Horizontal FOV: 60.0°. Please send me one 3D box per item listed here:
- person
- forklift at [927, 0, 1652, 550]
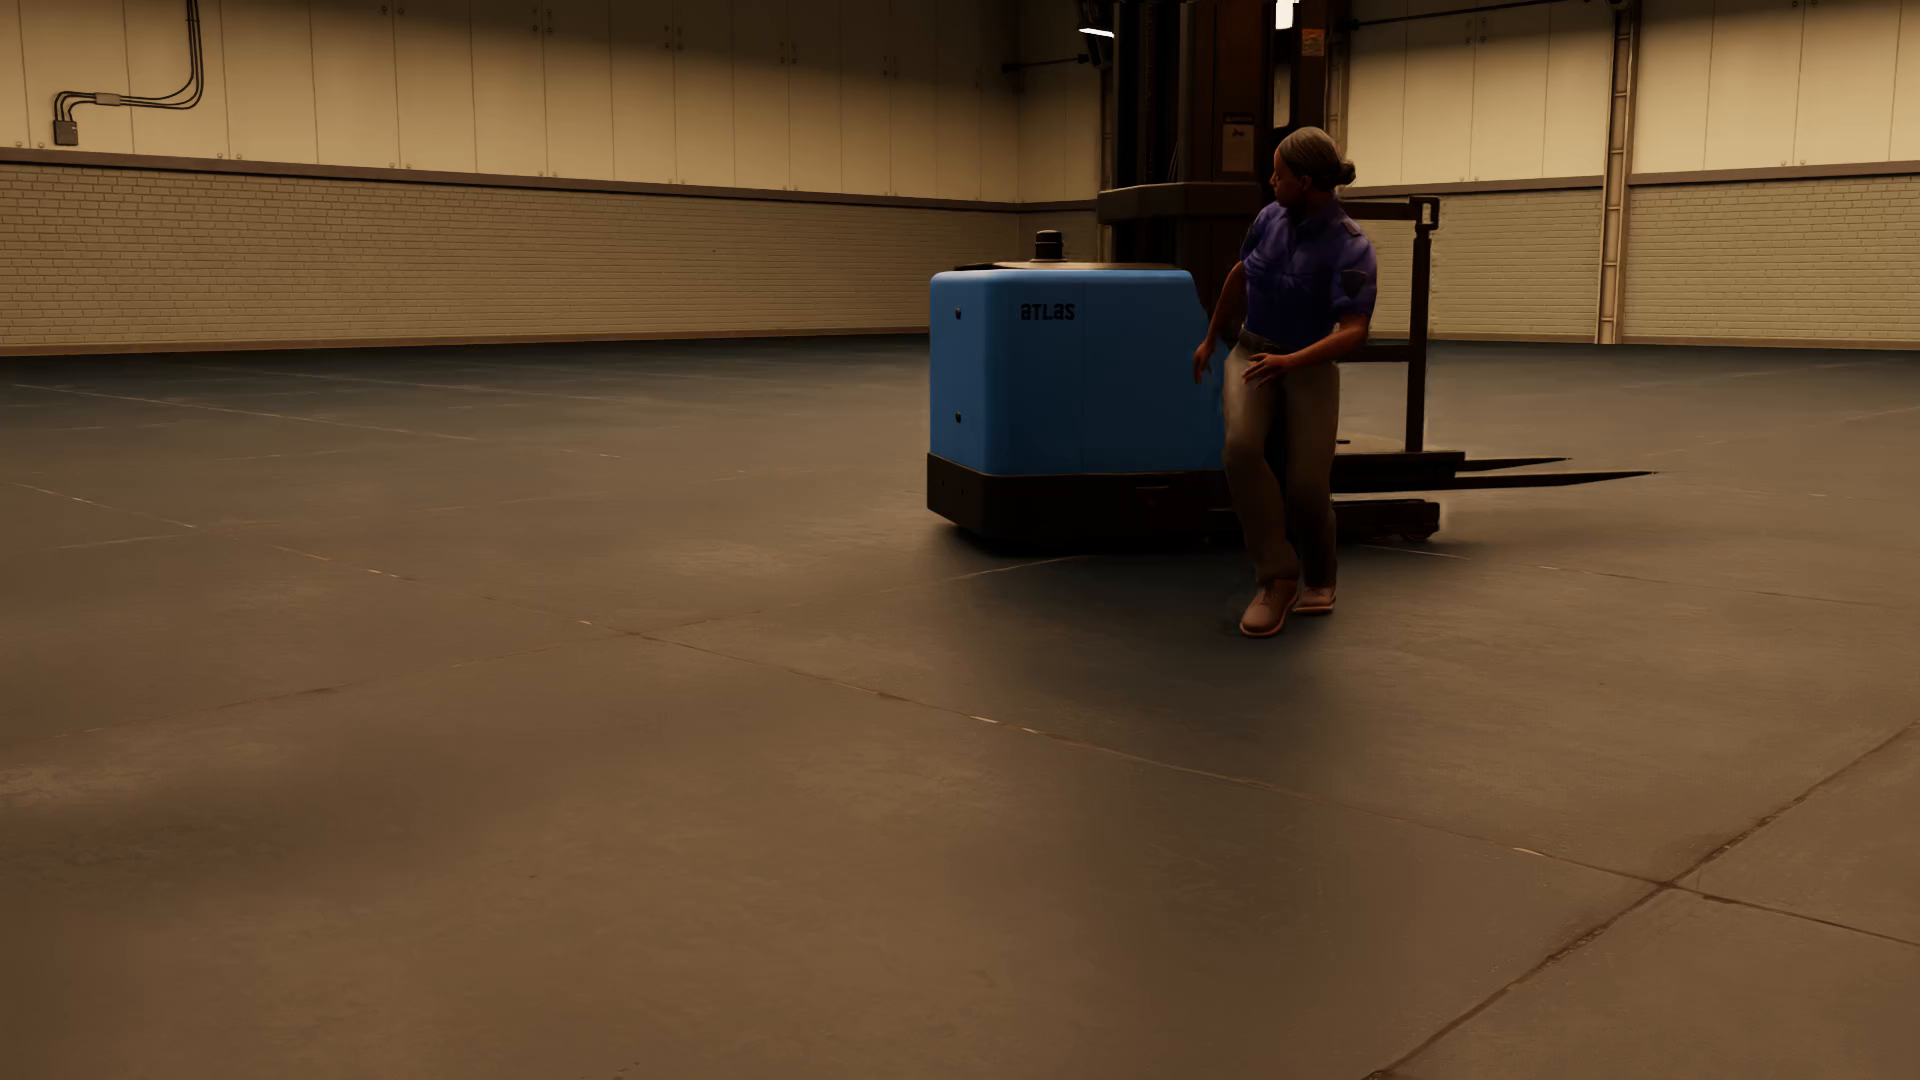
[{"bbox_3d":[0.917,-0.492,5.076,0.684,1.490,0.746,5,10,29],"label":"person"},{"bbox_3d":[1.434,-1.510,6.901,3.031,2.935,1.130,-2,9,-15],"label":"forklift"}]
